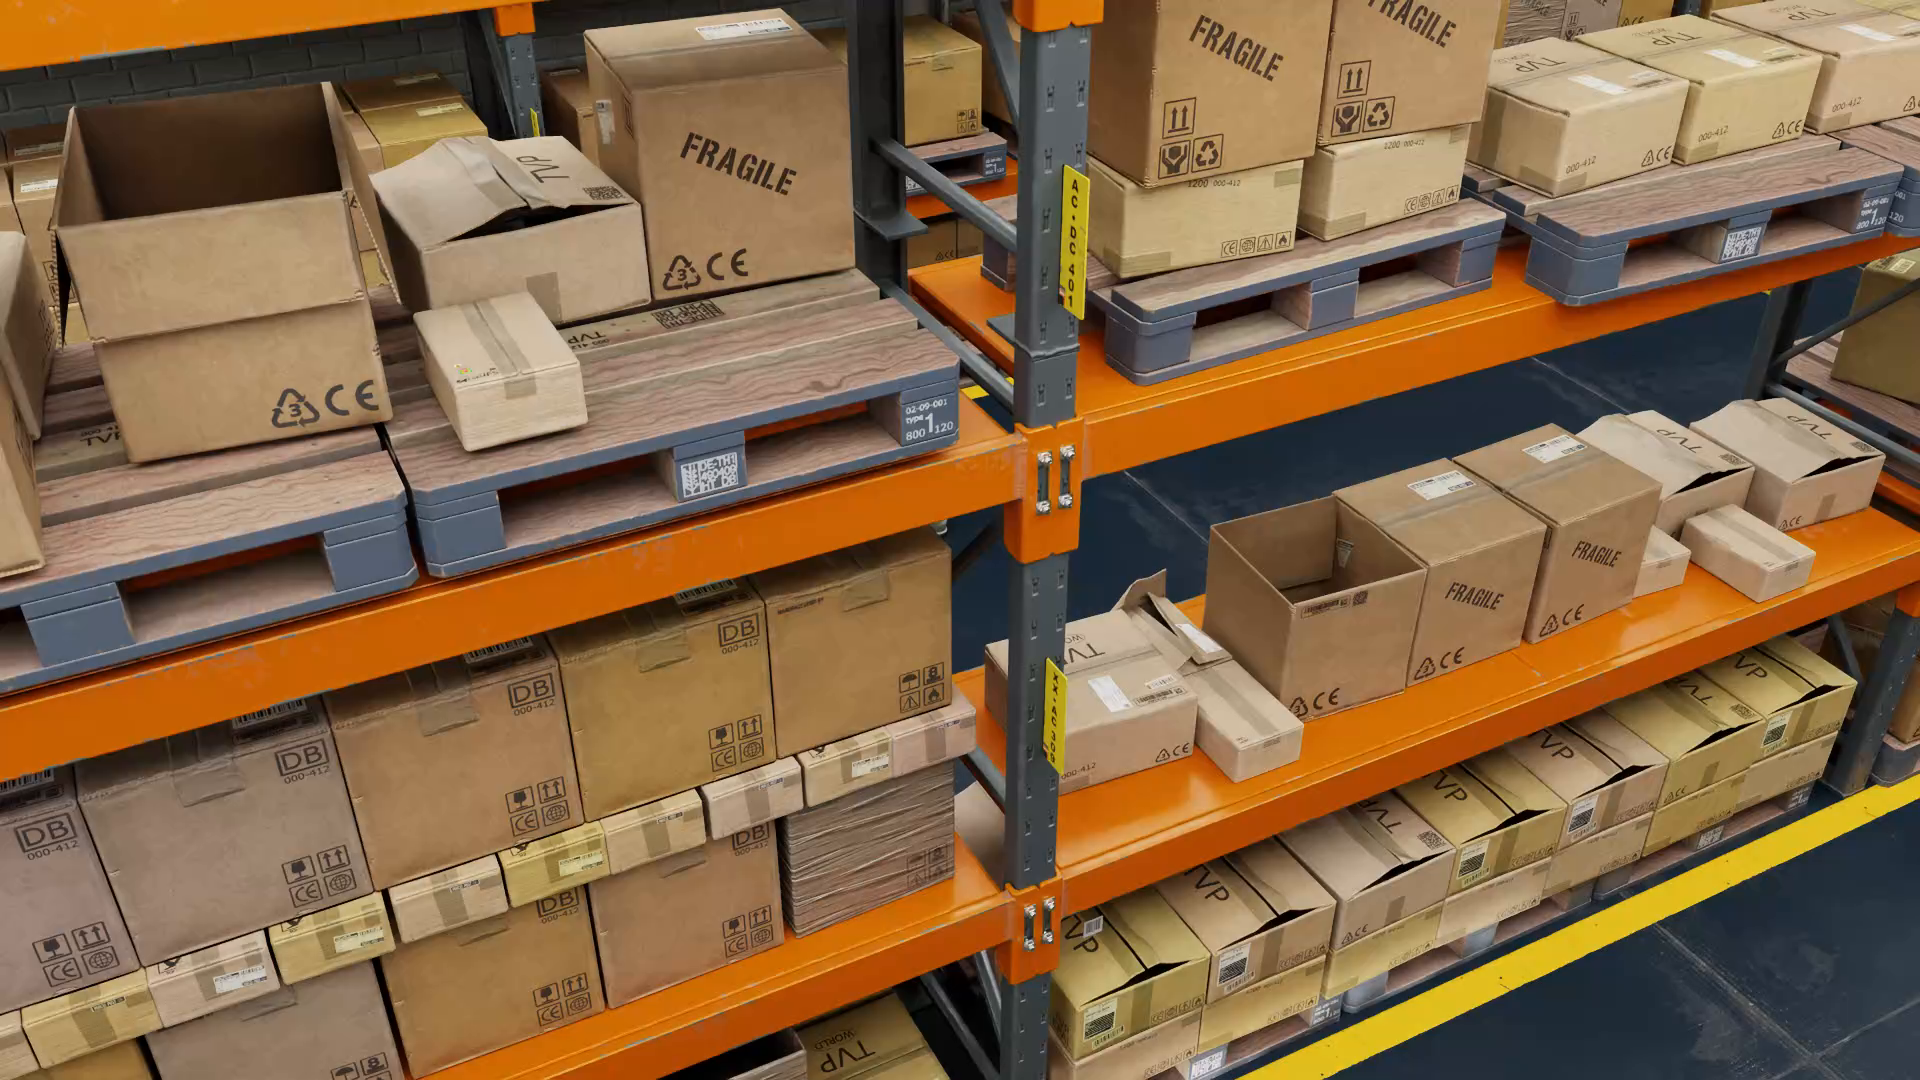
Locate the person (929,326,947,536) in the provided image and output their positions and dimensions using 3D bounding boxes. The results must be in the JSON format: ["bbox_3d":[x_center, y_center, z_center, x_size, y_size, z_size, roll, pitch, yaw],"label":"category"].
[{"bbox_3d":[-0.303,-0.727,8.242,0.542,1.666,0.469,-16,37,-23],"label":"person"}]
